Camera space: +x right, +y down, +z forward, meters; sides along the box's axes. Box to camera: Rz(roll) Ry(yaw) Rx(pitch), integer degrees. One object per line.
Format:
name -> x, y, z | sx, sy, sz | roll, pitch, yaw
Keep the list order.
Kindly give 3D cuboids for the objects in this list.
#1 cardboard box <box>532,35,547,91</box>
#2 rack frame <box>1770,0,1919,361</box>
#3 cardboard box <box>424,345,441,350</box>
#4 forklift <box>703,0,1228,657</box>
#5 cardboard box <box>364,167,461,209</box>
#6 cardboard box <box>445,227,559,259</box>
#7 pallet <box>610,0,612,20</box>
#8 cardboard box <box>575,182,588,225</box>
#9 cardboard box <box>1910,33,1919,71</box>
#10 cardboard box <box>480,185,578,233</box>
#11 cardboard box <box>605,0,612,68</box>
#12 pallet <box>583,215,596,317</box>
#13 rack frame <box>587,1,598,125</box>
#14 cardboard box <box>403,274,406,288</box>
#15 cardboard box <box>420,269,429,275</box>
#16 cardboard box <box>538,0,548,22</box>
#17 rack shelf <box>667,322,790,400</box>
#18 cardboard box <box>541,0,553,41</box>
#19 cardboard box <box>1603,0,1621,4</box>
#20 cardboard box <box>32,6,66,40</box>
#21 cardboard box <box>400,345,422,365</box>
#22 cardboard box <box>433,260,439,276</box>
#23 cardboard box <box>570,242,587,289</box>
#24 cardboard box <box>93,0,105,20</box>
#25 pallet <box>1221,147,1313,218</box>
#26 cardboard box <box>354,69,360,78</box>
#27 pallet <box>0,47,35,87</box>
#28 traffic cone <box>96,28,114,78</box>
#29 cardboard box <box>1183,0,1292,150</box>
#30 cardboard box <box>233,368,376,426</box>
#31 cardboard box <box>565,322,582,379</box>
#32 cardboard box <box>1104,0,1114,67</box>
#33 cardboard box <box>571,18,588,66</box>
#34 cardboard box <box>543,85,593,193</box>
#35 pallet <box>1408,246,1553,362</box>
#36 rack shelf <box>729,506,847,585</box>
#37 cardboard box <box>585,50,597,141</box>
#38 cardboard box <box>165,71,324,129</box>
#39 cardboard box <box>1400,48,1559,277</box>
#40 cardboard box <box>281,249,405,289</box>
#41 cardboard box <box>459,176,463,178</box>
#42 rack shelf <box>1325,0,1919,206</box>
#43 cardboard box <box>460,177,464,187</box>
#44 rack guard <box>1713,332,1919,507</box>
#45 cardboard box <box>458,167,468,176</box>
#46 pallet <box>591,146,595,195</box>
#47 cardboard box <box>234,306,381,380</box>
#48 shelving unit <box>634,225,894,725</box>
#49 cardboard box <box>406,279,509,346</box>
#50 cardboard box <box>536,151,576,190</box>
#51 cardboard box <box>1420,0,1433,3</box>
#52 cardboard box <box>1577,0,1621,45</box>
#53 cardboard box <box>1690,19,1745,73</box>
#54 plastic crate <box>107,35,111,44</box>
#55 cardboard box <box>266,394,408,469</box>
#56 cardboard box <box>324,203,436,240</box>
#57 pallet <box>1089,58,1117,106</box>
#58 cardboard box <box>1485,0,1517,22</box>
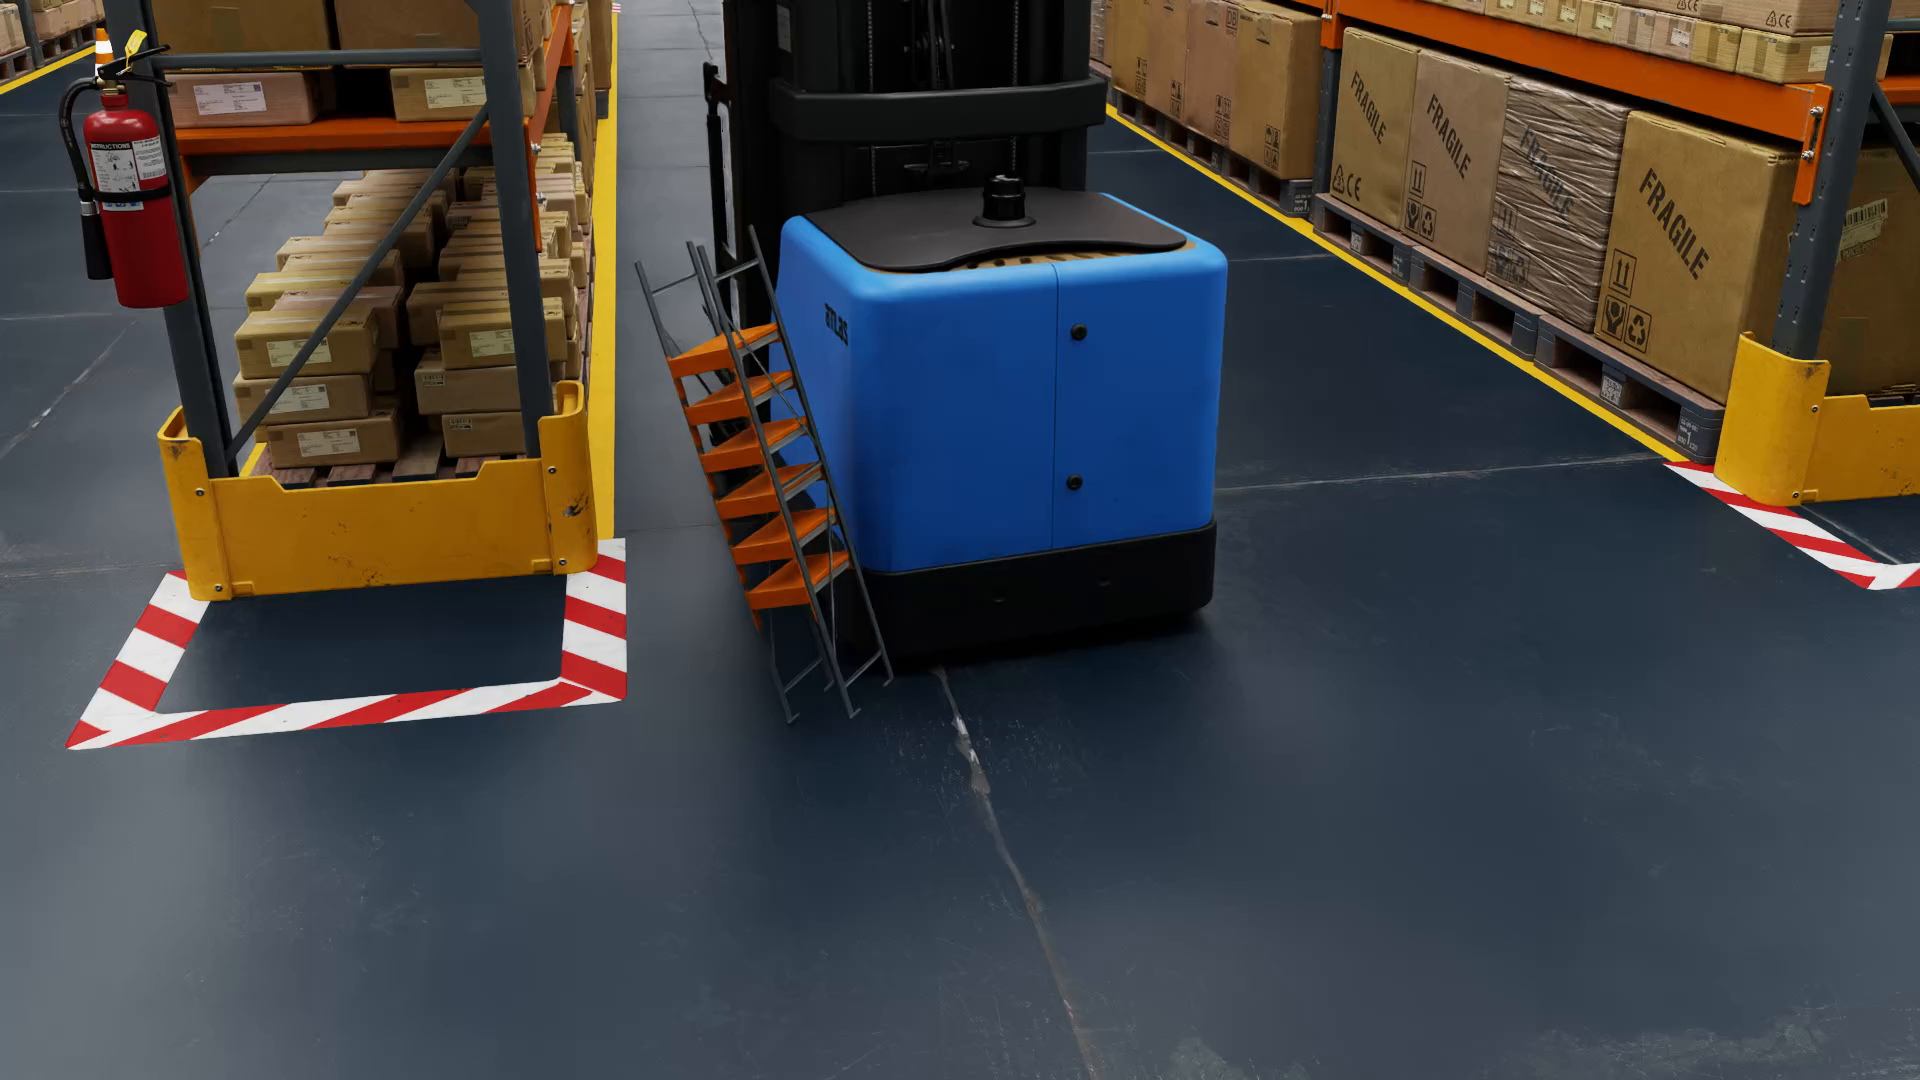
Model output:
cardboard box -> -1.515, -1.516, 5.287 | 0.380, 0.149, 0.250 | -5, 24, -11
rack frame -> 3.201, -1.600, 5.165 | 1.000, 3.000, 0.127 | -4, 24, -10
cardboard box -> -1.664, -0.721, 5.819 | 0.380, 0.149, 0.250 | -4, 24, -9
forklift -> -0.251, -1.599, 5.248 | 1.130, 2.935, 3.031 | -8, 25, -18
cardboard box -> -2.414, -1.544, 7.331 | 0.380, 0.149, 0.250 | -5, 24, -11
cardboard box -> -1.715, -1.071, 6.250 | 0.380, 0.149, 0.250 | -3, 24, -8
pallet -> -4.426, -5.979, 18.676 | 1.003, 0.211, 1.213 | -4, 24, -10
cardboard box -> -1.932, -1.558, 7.735 | 0.380, 0.149, 0.250 | -5, 24, -12
cardboard box -> 3.459, -1.649, 5.591 | 0.380, 0.149, 0.250 | -4, 24, -9
cardboard box -> -1.797, -1.376, 6.947 | 0.380, 0.149, 0.250 | -5, 24, -12
cardboard box -> -3.361, -4.170, 13.337 | 1.050, 0.750, 0.750 | -4, 24, -9
pallet -> -2.273, -1.306, 7.977 | 1.003, 0.211, 1.213 | -4, 24, -10
rack frame -> -3.172, -4.419, 11.620 | 1.000, 3.000, 0.127 | -4, 24, -10
cardboard box -> -2.277, -0.888, 6.201 | 0.380, 0.149, 0.250 | -4, 24, -9
cardboard box -> -2.405, -1.195, 6.905 | 0.380, 0.149, 0.250 | -4, 24, -10
cardboard box -> -1.706, -2.054, 5.708 | 0.500, 0.500, 0.500 | -4, 24, -9
rack shelf -> -0.549, -0.436, 3.990 | 0.180, 0.103, 0.258 | -8, 18, 29
cardboard box -> -1.790, -2.026, 6.455 | 0.380, 0.149, 0.250 | -4, 24, -9
cardboard box -> 2.663, -2.238, 6.442 | 0.500, 0.250, 0.500 | -5, 24, -12
cardboard box -> -8.601, -4.771, 15.336 | 0.500, 0.250, 0.500 | -5, 24, -12
cardboard box -> -2.165, -0.650, 6.028 | 0.380, 0.149, 0.250 | -4, 24, -9
cardboard box -> -2.354, -1.167, 7.211 | 0.380, 0.149, 0.250 | -5, 24, -12
cardboard box -> -1.833, -1.196, 7.277 | 0.380, 0.149, 0.250 | -4, 24, -10
cardboard box -> -8.893, -5.384, 16.741 | 0.500, 0.250, 0.500 | -5, 24, -12
pallet -> 2.244, -2.193, 10.008 | 1.003, 0.211, 1.213 | -4, 24, -10
cardboard box -> -2.171, -1.561, 5.391 | 0.380, 0.149, 0.250 | -4, 24, -8
pallet -> -8.612, -4.002, 14.150 | 1.003, 0.211, 1.213 | -4, 24, -10
traffic cone -> -7.152, -4.040, 13.921 | 0.336, 0.463, 0.334 | -4, 24, -10
cardboard box -> 2.157, -2.993, 10.486 | 1.225, 0.875, 0.875 | -5, 24, -12
cardboard box -> -2.071, -0.481, 5.269 | 0.380, 0.149, 0.250 | -5, 24, -11
cardboard box -> -1.596, -0.691, 6.121 | 0.380, 0.149, 0.250 | -4, 24, -9
cardboard box -> 1.578, -4.065, 13.382 | 0.700, 0.500, 0.500 | -6, 24, -13
cardboard box -> -2.500, -2.957, 9.933 | 0.500, 0.250, 0.500 | -3, 24, -8
cardboard box -> -2.308, -2.203, 9.145 | 0.500, 0.500, 0.500 | -3, 24, -8
pallet -> 2.754, -1.109, 7.526 | 1.003, 0.211, 1.213 | -4, 24, -10
rack shelf -> -0.419, 0.008, 4.119 | 0.180, 0.103, 0.258 | -8, 18, 29
cardboard box -> -2.587, -2.815, 10.546 | 0.500, 0.500, 0.500 | -5, 24, -12
cardboard box -> -2.031, -1.265, 4.711 | 0.380, 0.149, 0.250 | -4, 24, -10
cardboard box -> 2.671, -1.772, 7.690 | 0.875, 0.875, 0.875 | -4, 24, -10
cardboard box -> -2.188, -0.923, 5.908 | 0.380, 0.149, 0.250 | -5, 24, -12
cardboard box -> -2.817, -2.165, 9.058 | 0.500, 0.500, 0.500 | -5, 24, -11
rack shelf -> 2.831, -2.057, 7.110 | 1.077, 0.370, 4.000 | -4, 24, -10
cardboard box -> -2.545, -1.609, 7.851 | 0.380, 0.149, 0.250 | -4, 24, -9
rack guard -> 3.205, -0.445, 5.644 | 1.175, 0.500, 0.348 | -4, 24, -10
cardboard box -> -2.572, -1.853, 8.040 | 0.380, 0.149, 0.250 | -3, 24, -8
pallet -> -2.807, -2.355, 10.378 | 1.003, 0.211, 1.213 | -4, 24, -10
cardboard box -> -2.039, -0.620, 5.217 | 0.380, 0.149, 0.250 | -4, 24, -9
shelving unit -> -0.463, -0.144, 4.075 | 0.189, 1.200, 0.258 | -8, 18, 29
cardboard box -> -1.625, -0.762, 5.540 | 0.380, 0.149, 0.250 | -4, 24, -9
cardboard box -> -1.971, -1.689, 7.663 | 0.380, 0.149, 0.250 | -5, 24, -10
cardboard box -> 2.337, -2.607, 7.785 | 0.380, 0.149, 0.250 | -5, 24, -11
cardboard box -> 2.621, -2.002, 6.400 | 0.380, 0.149, 0.250 | -5, 24, -11
cardboard box -> 2.761, -1.702, 5.714 | 0.380, 0.149, 0.250 | -4, 24, -9
plastic crate -> -8.242, -4.927, 16.430 | 0.402, 0.080, 0.583 | -13, 27, -28
cardboard box -> -1.995, -0.350, 5.341 | 0.380, 0.149, 0.250 | -4, 24, -9
cardboard box -> -2.308, -1.237, 6.628 | 0.380, 0.149, 0.250 | -4, 24, -9
pallet -> 1.578, -3.776, 13.632 | 1.003, 0.211, 1.213 | -4, 24, -10
cardboard box -> 2.479, -2.304, 7.091 | 0.380, 0.149, 0.250 | -5, 24, -11
